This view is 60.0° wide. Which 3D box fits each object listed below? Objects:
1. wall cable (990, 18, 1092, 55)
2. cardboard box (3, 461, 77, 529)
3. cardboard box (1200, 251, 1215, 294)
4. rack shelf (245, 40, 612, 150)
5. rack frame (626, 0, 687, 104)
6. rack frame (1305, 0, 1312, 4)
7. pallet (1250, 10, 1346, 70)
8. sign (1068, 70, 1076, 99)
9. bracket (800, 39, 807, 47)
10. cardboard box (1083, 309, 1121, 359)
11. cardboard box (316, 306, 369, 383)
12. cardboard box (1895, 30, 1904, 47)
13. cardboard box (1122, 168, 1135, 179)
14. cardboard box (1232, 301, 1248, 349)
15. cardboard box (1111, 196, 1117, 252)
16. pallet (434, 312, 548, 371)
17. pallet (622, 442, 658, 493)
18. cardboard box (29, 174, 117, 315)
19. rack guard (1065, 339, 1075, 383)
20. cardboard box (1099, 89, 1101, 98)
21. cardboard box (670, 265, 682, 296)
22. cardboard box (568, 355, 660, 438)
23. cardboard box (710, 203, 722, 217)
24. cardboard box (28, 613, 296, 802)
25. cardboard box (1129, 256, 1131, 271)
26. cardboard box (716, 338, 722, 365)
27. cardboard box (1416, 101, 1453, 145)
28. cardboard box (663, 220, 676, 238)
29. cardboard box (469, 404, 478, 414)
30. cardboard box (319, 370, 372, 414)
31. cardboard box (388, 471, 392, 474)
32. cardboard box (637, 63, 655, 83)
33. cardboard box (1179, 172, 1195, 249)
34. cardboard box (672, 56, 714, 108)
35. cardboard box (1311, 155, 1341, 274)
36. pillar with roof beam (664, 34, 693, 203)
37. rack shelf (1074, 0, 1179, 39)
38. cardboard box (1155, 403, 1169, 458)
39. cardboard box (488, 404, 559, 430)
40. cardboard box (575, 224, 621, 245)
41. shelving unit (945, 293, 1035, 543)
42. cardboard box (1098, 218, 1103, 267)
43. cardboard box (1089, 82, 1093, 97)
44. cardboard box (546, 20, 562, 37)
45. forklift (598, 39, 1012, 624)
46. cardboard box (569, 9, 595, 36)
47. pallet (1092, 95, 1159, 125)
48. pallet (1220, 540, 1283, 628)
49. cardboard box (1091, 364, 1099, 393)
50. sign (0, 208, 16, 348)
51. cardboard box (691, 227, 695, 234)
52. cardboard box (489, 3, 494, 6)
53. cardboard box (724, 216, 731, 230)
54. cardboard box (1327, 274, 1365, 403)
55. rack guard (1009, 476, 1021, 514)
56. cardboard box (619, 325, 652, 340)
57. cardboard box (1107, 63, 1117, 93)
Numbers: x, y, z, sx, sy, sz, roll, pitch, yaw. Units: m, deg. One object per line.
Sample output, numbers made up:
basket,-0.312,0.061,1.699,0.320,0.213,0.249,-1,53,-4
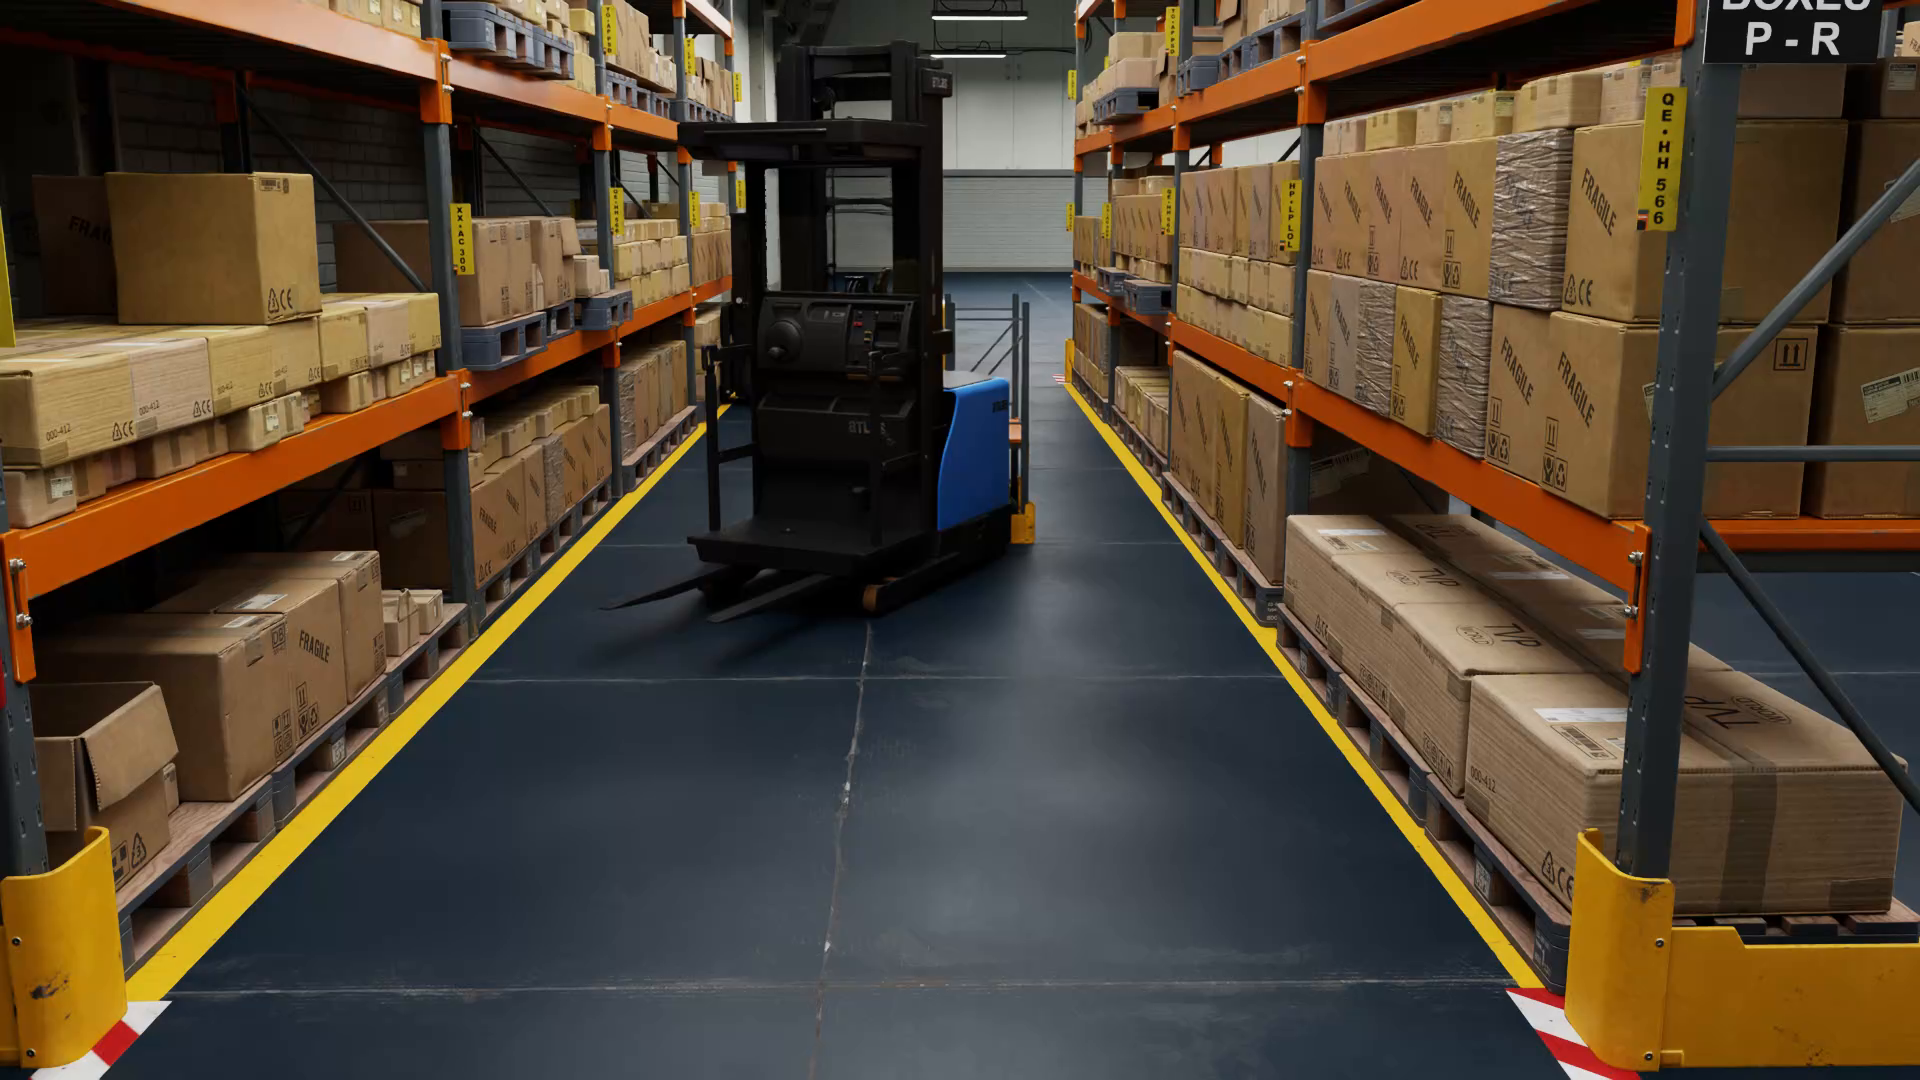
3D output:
wall cable,2.439,-15.919,50.061,3.097,2.526,0.112,0,11,-1
cardboard box,-2.517,-0.123,4.253,0.380,0.149,0.250,0,11,-2
cardboard box,1.784,-1.659,10.312,0.500,0.250,0.500,0,11,-1
rack shelf,-2.908,-2.490,9.553,1.077,0.370,4.000,0,11,-1
rack frame,-3.032,-5.505,15.062,1.000,3.000,0.127,0,11,-1
rack frame,2.096,-3.936,7.327,1.000,3.000,0.127,0,11,-1
pallet,2.028,-2.554,8.542,0.805,0.209,1.217,-1,11,-3
sign,1.305,-5.277,19.286,0.100,0.325,0.005,0,11,-1
bracket,-4.205,-13.293,44.394,0.076,0.066,4.783,0,11,-1
cardboard box,1.606,-2.237,18.016,0.500,0.500,0.500,0,11,0
cardboard box,-2.590,-0.748,6.332,0.500,0.250,0.500,0,11,-2
cardboard box,7.165,-3.657,12.415,0.500,0.311,0.500,0,11,-1
cardboard box,2.065,-3.664,17.562,0.700,0.500,0.500,0,11,-2
cardboard box,1.834,-1.212,9.367,0.500,0.250,0.500,-1,11,-3
cardboard box,1.654,-2.892,15.216,0.500,0.500,0.500,0,11,0
pallet,-2.774,-1.040,8.624,1.003,0.211,1.213,0,11,-1
pallet,-2.927,-0.567,12.824,1.003,0.211,1.213,0,11,-1
cardboard box,-3.102,-1.117,6.266,0.500,0.500,0.500,-1,11,-3
rack guard,1.849,-2.141,19.856,1.175,0.500,0.348,0,11,-1
cardboard box,1.641,-4.316,16.372,0.500,0.250,0.500,0,11,-2
cardboard box,-2.744,-2.293,14.692,0.500,0.250,0.500,0,11,-1
cardboard box,-2.984,-1.200,13.845,0.875,0.625,0.625,-1,11,-4
cardboard box,-2.770,-3.549,17.878,0.380,0.149,0.250,0,11,0
cardboard box,-2.681,0.548,5.547,0.700,0.500,0.500,0,11,1
cardboard box,1.668,-2.401,14.424,0.380,0.149,0.250,0,11,0
cardboard box,-2.745,-1.966,17.307,0.500,0.250,0.500,0,11,-2
cardboard box,1.856,-1.486,5.943,0.380,0.149,0.250,0,11,-1
cardboard box,-2.689,-2.713,14.505,0.380,0.149,0.250,-1,11,-3
cardboard box,-3.220,-0.756,10.338,0.380,0.149,0.250,0,11,-2
cardboard box,-2.539,-0.583,6.521,0.380,0.149,0.250,0,11,-2
cardboard box,-3.174,-0.151,8.988,0.500,0.500,0.500,-1,11,-4
cardboard box,-2.690,-3.796,13.506,0.380,0.149,0.250,0,11,-2
cardboard box,1.779,-2.231,11.246,0.500,0.500,0.500,-1,11,-3
cardboard box,-2.967,-4.728,17.209,0.797,0.503,0.637,0,11,1
cardboard box,1.864,-1.439,7.343,0.500,0.500,0.500,0,11,-1
pillar with roof beam,0.179,-7.369,24.247,9.100,9.000,0.400,0,11,-1
rack shelf,1.889,-5.570,17.198,1.077,0.370,4.000,0,11,-1
cardboard box,2.012,-0.821,12.617,0.950,0.372,0.625,-1,12,-5
cardboard box,-2.722,-0.763,10.373,0.380,0.149,0.250,0,11,-2
cardboard box,-2.661,-2.201,11.983,0.380,0.149,0.250,0,11,1
shelving unit,0.162,-0.822,10.838,0.587,1.500,1.083,0,11,-2
cardboard box,1.655,-2.971,16.658,0.500,0.500,0.500,0,11,1
cardboard box,1.571,-4.796,17.738,0.380,0.149,0.250,0,11,0
cardboard box,-2.687,-3.139,10.319,0.380,0.149,0.250,0,11,-1
forklift,-0.769,-1.143,8.821,1.130,2.935,3.031,5,13,25
cardboard box,-2.646,-3.441,11.056,0.380,0.149,0.250,0,11,1
pallet,1.837,-3.841,14.876,1.213,0.211,1.003,0,11,-1
pallet,2.005,0.218,8.956,1.003,0.211,1.213,0,11,-1
cardboard box,1.629,-1.667,17.090,0.500,0.250,0.500,-1,11,-3
sign,-2.242,-0.606,3.826,0.100,0.325,0.005,0,11,-1
cardboard box,-2.782,-3.048,16.155,0.380,0.149,0.250,0,11,0
cardboard box,-2.549,-2.739,8.296,0.380,0.149,0.250,0,11,-1
cardboard box,-2.792,-3.609,18.919,0.380,0.149,0.250,0,11,0
cardboard box,1.850,-0.851,6.956,0.500,0.500,0.500,0,11,-1
rack guard,0.148,-0.308,11.450,0.587,0.250,0.087,0,11,-2
cardboard box,-3.236,-2.010,16.269,0.500,0.250,0.500,0,11,0
cardboard box,1.553,-3.970,14.360,0.500,0.250,0.500,0,11,-2
